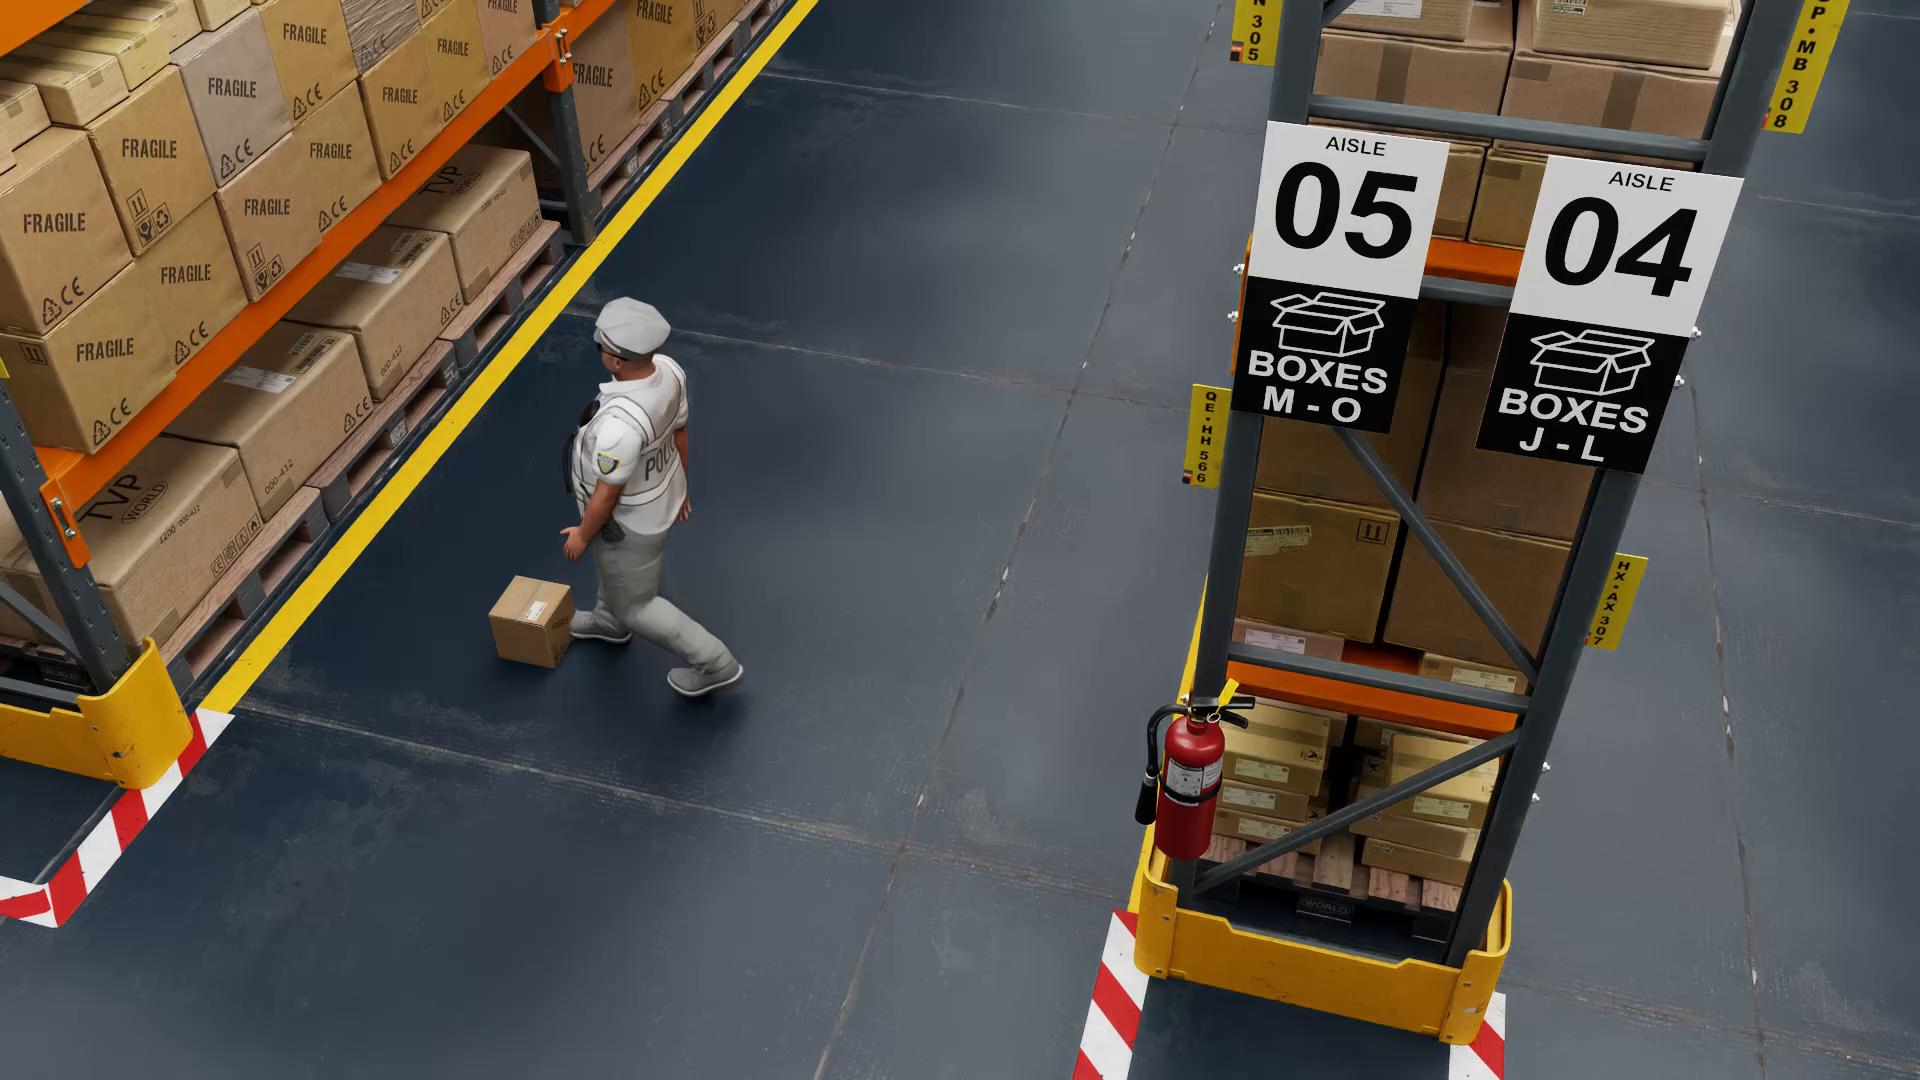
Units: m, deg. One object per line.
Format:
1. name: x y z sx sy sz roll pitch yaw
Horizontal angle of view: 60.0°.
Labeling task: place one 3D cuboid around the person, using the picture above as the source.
1. person: -1.288 -0.151 6.308 0.886 1.736 0.534 7 41 8
